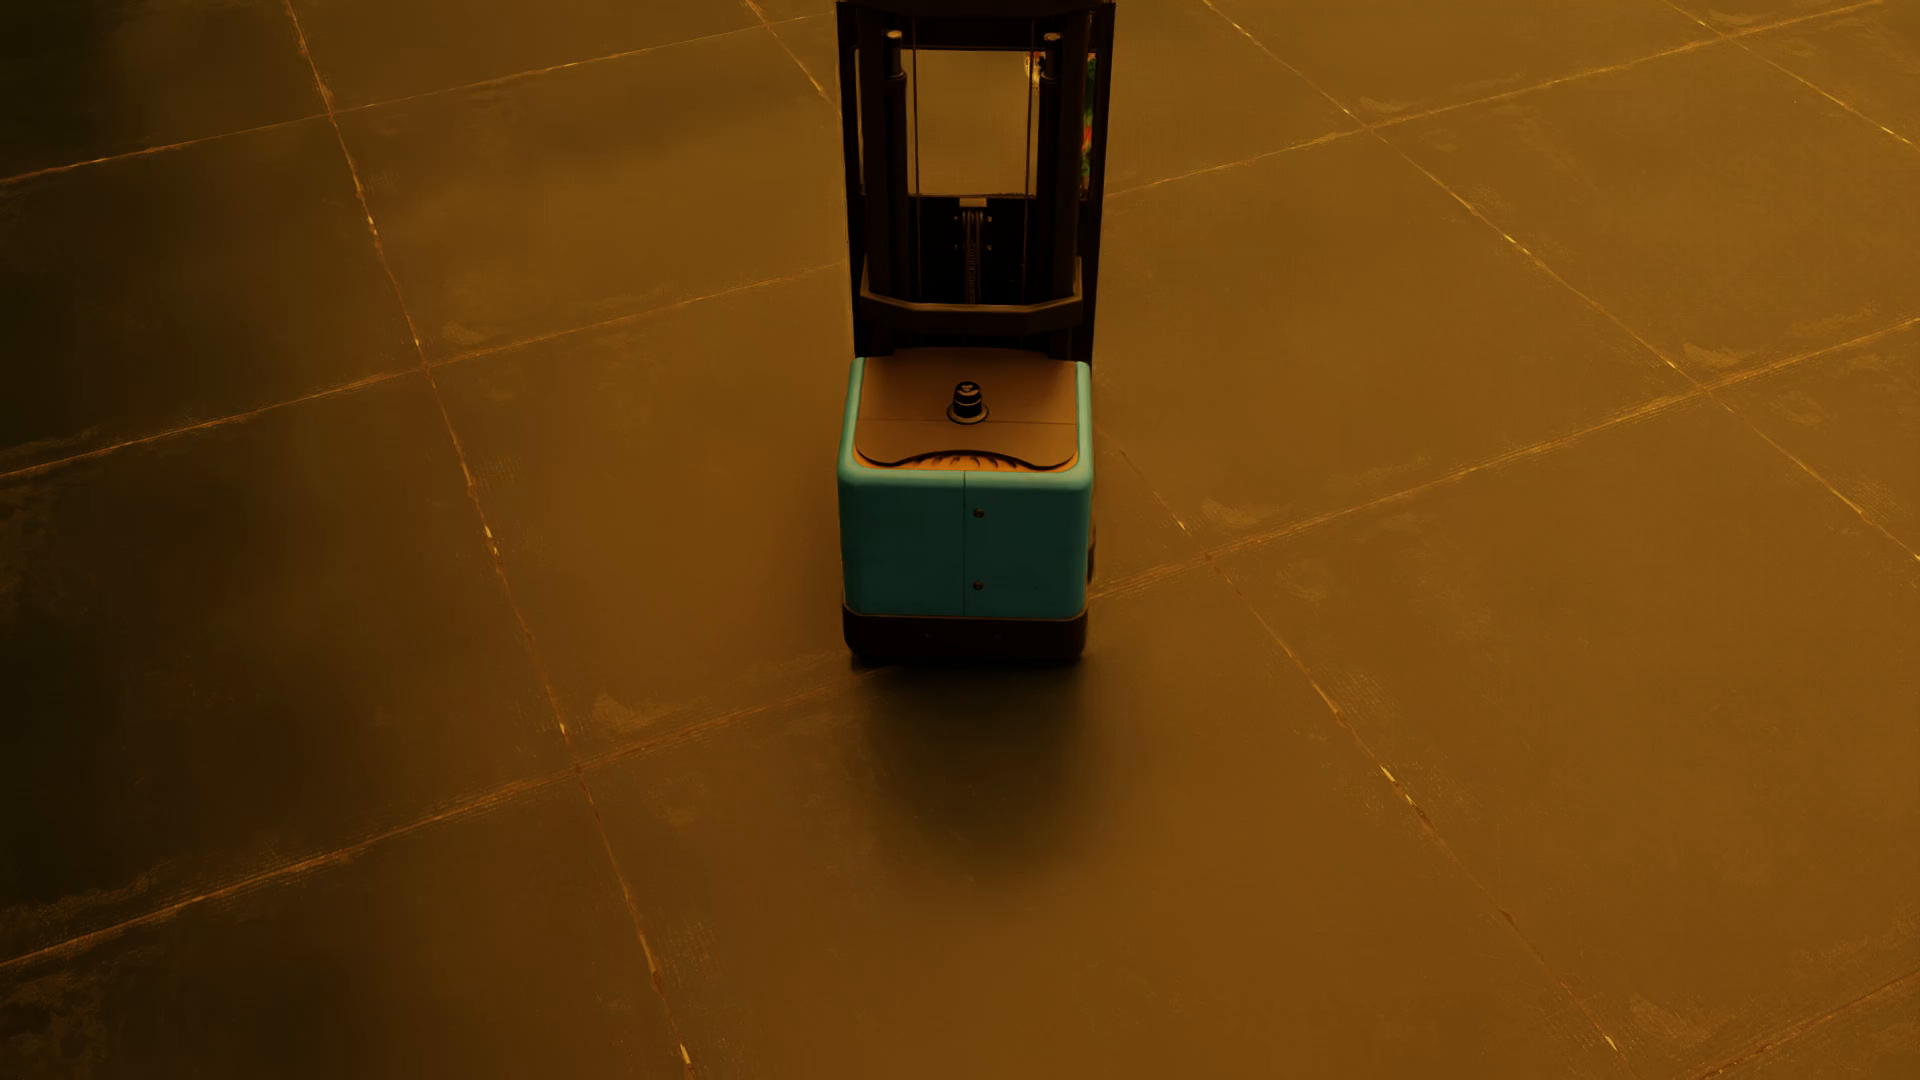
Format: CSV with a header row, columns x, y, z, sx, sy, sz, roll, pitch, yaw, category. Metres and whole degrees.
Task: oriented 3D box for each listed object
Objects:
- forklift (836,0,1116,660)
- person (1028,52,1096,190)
x,y,z,sx,sy,sz,roll,pitch,yaw,category
0.071,-1.545,7.336,1.130,2.935,3.031,1,43,1,forklift
0.639,-2.901,9.718,0.569,1.698,0.932,-3,43,-3,person
